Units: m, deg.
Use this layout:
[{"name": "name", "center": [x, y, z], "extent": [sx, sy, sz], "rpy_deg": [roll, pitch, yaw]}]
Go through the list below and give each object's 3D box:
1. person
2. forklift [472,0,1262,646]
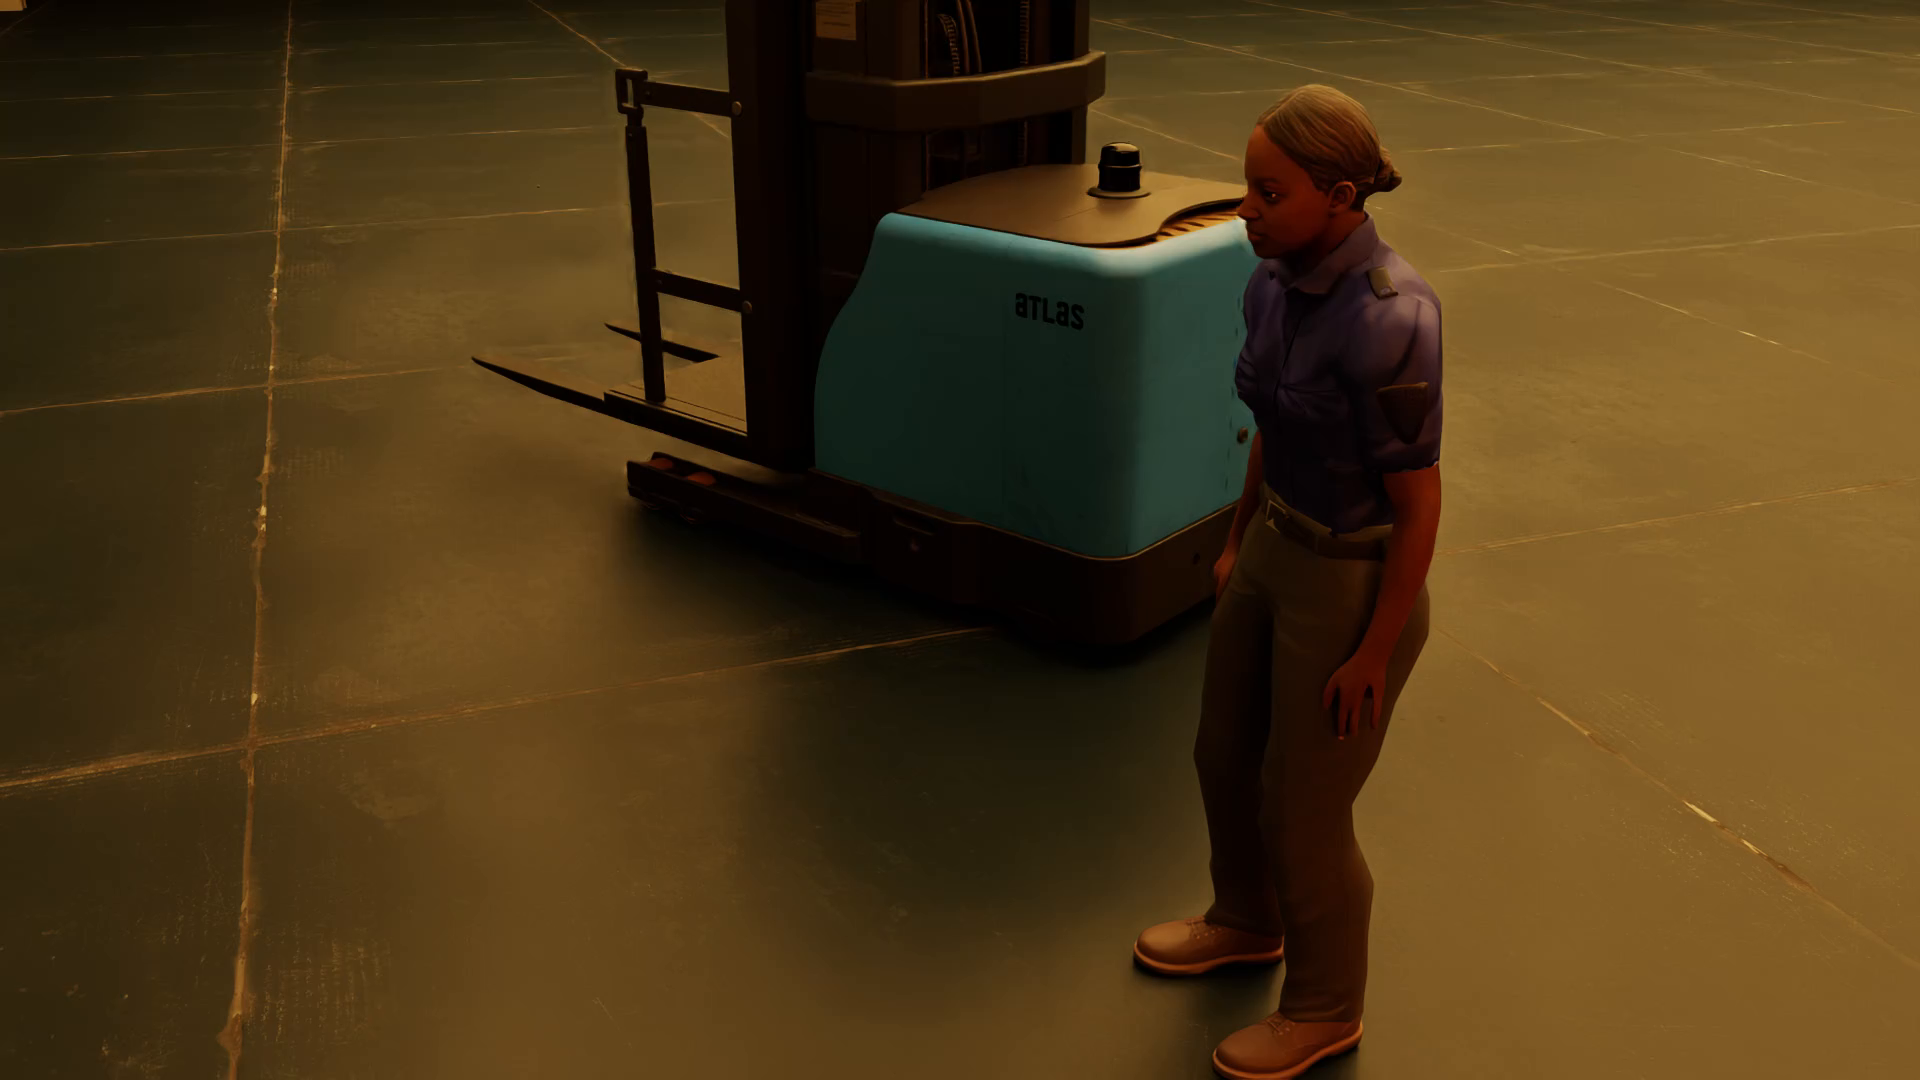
[{"name": "person", "center": [0.559, 0.098, 2.718], "extent": [0.352, 1.653, 0.507], "rpy_deg": [-7, 24, -16]}, {"name": "forklift", "center": [-0.425, -1.533, 4.944], "extent": [3.031, 2.935, 1.130], "rpy_deg": [18, 29, 37]}]
